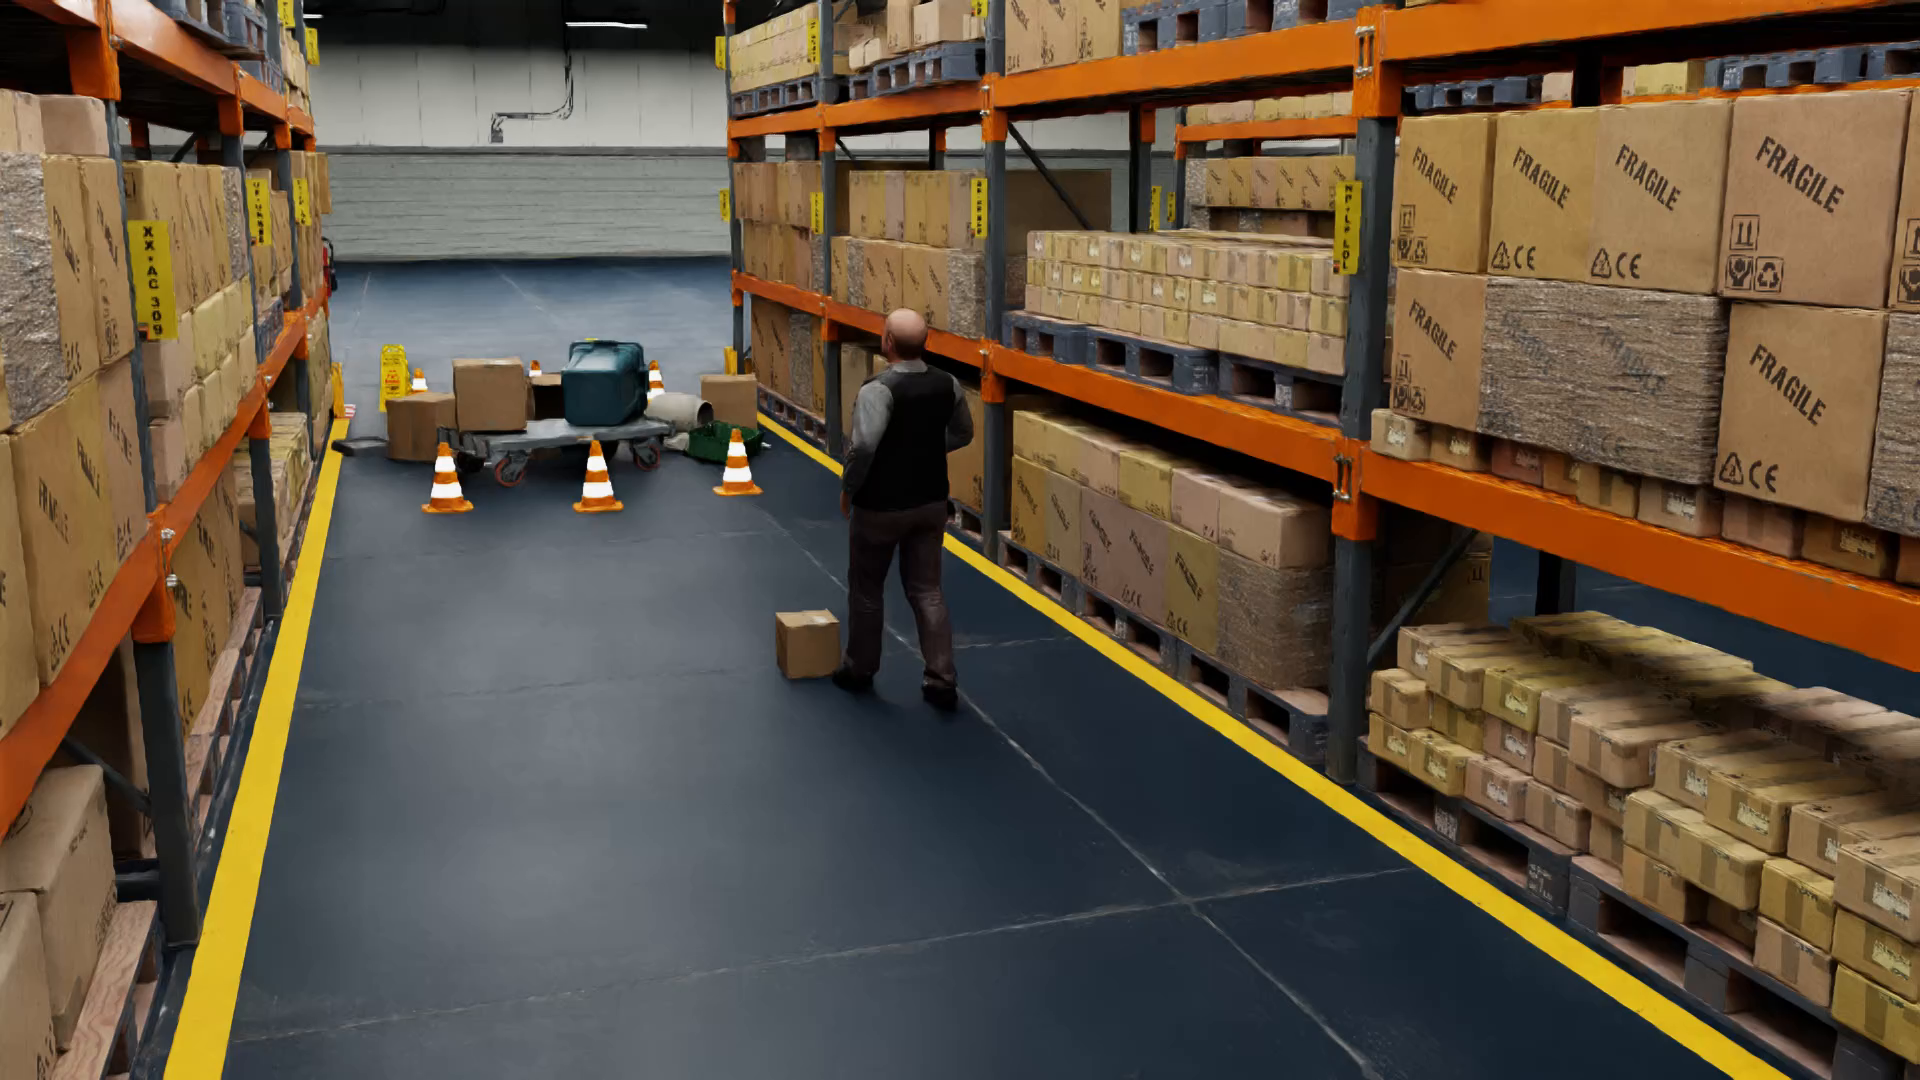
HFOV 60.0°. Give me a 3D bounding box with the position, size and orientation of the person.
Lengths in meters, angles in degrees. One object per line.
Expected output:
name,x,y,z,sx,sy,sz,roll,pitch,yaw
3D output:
person,-0.325,-0.147,7.191,0.703,1.717,0.739,-9,15,-35
